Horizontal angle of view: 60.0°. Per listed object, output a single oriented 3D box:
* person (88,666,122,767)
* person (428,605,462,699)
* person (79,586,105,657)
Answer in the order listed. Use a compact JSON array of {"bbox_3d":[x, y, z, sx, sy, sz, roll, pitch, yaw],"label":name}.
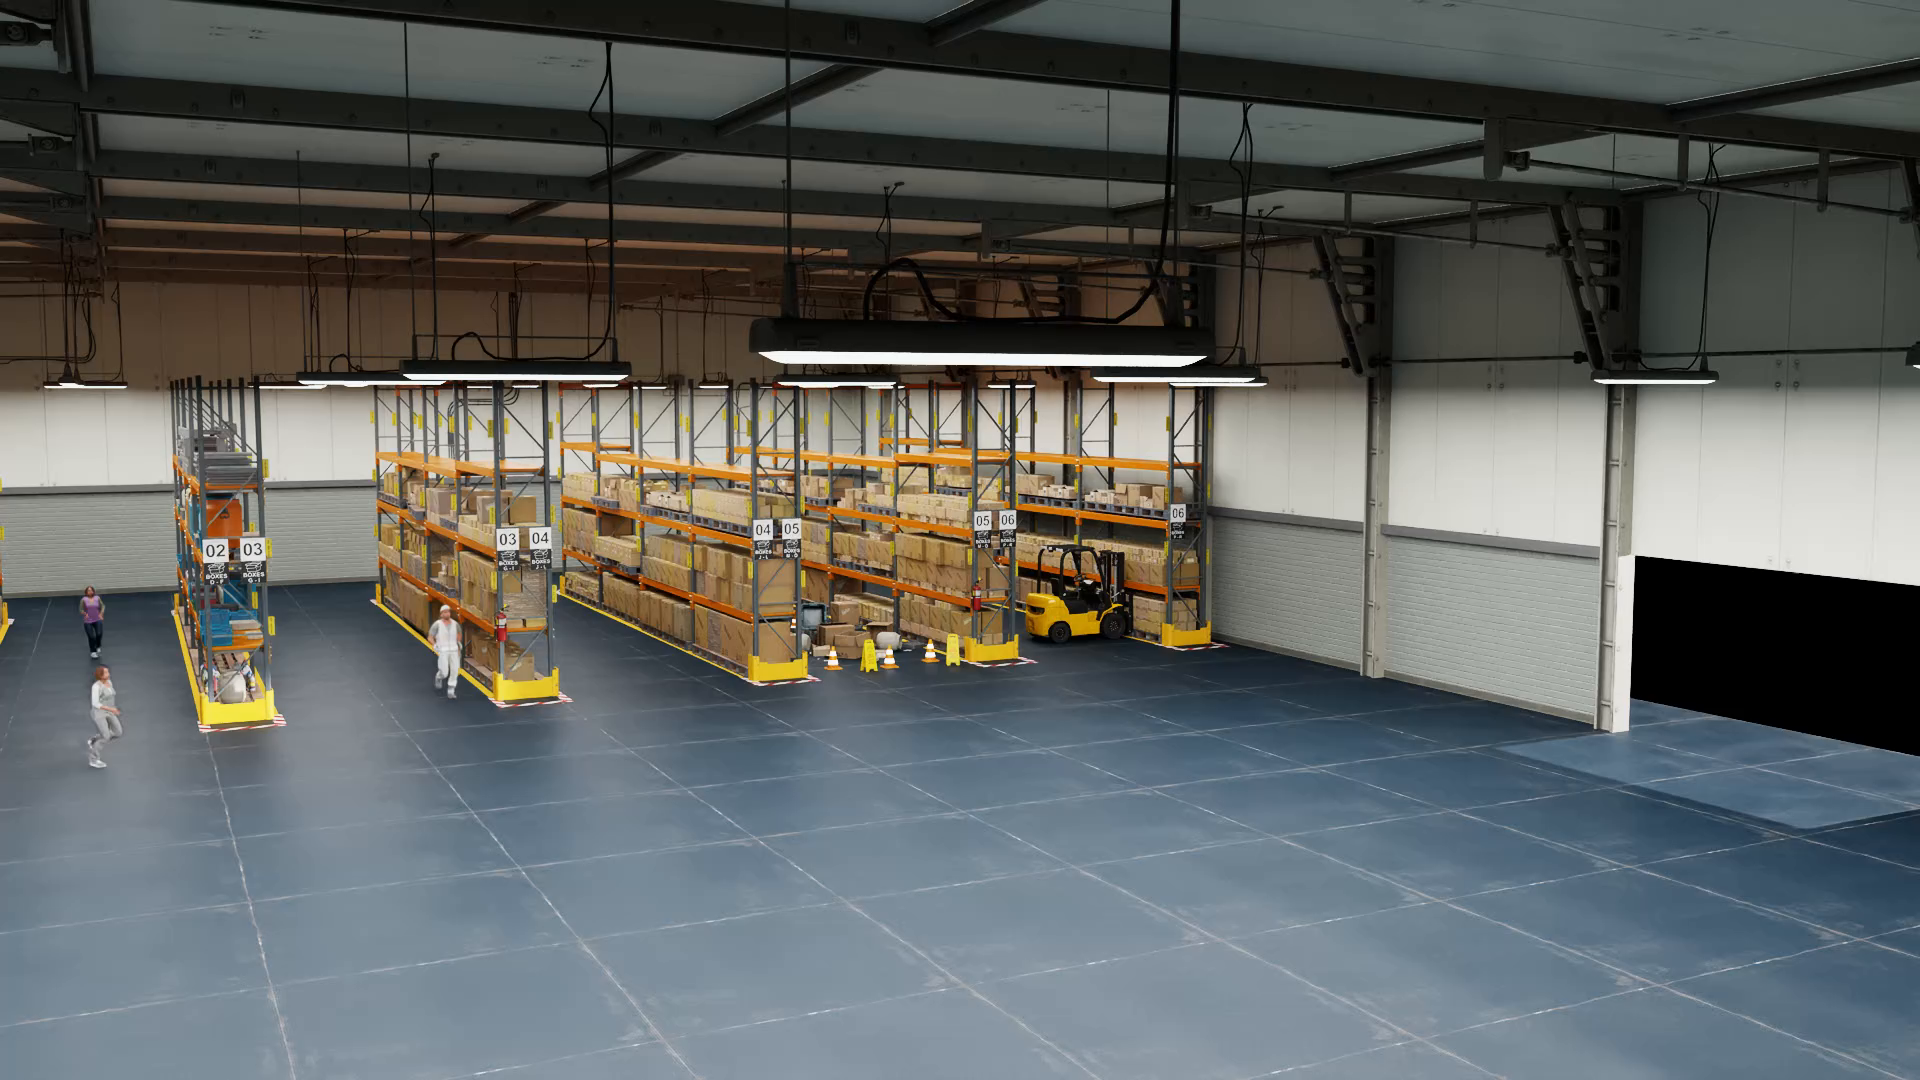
[{"bbox_3d":[-13.092,2.692,25.466,0.602,1.558,0.566,0,5,5],"label":"person"},{"bbox_3d":[-9.549,2.092,31.064,0.650,1.735,0.590,-3,6,-34],"label":"person"},{"bbox_3d":[-18.615,1.758,35.699,0.508,1.558,0.586,-3,6,-32],"label":"person"}]
